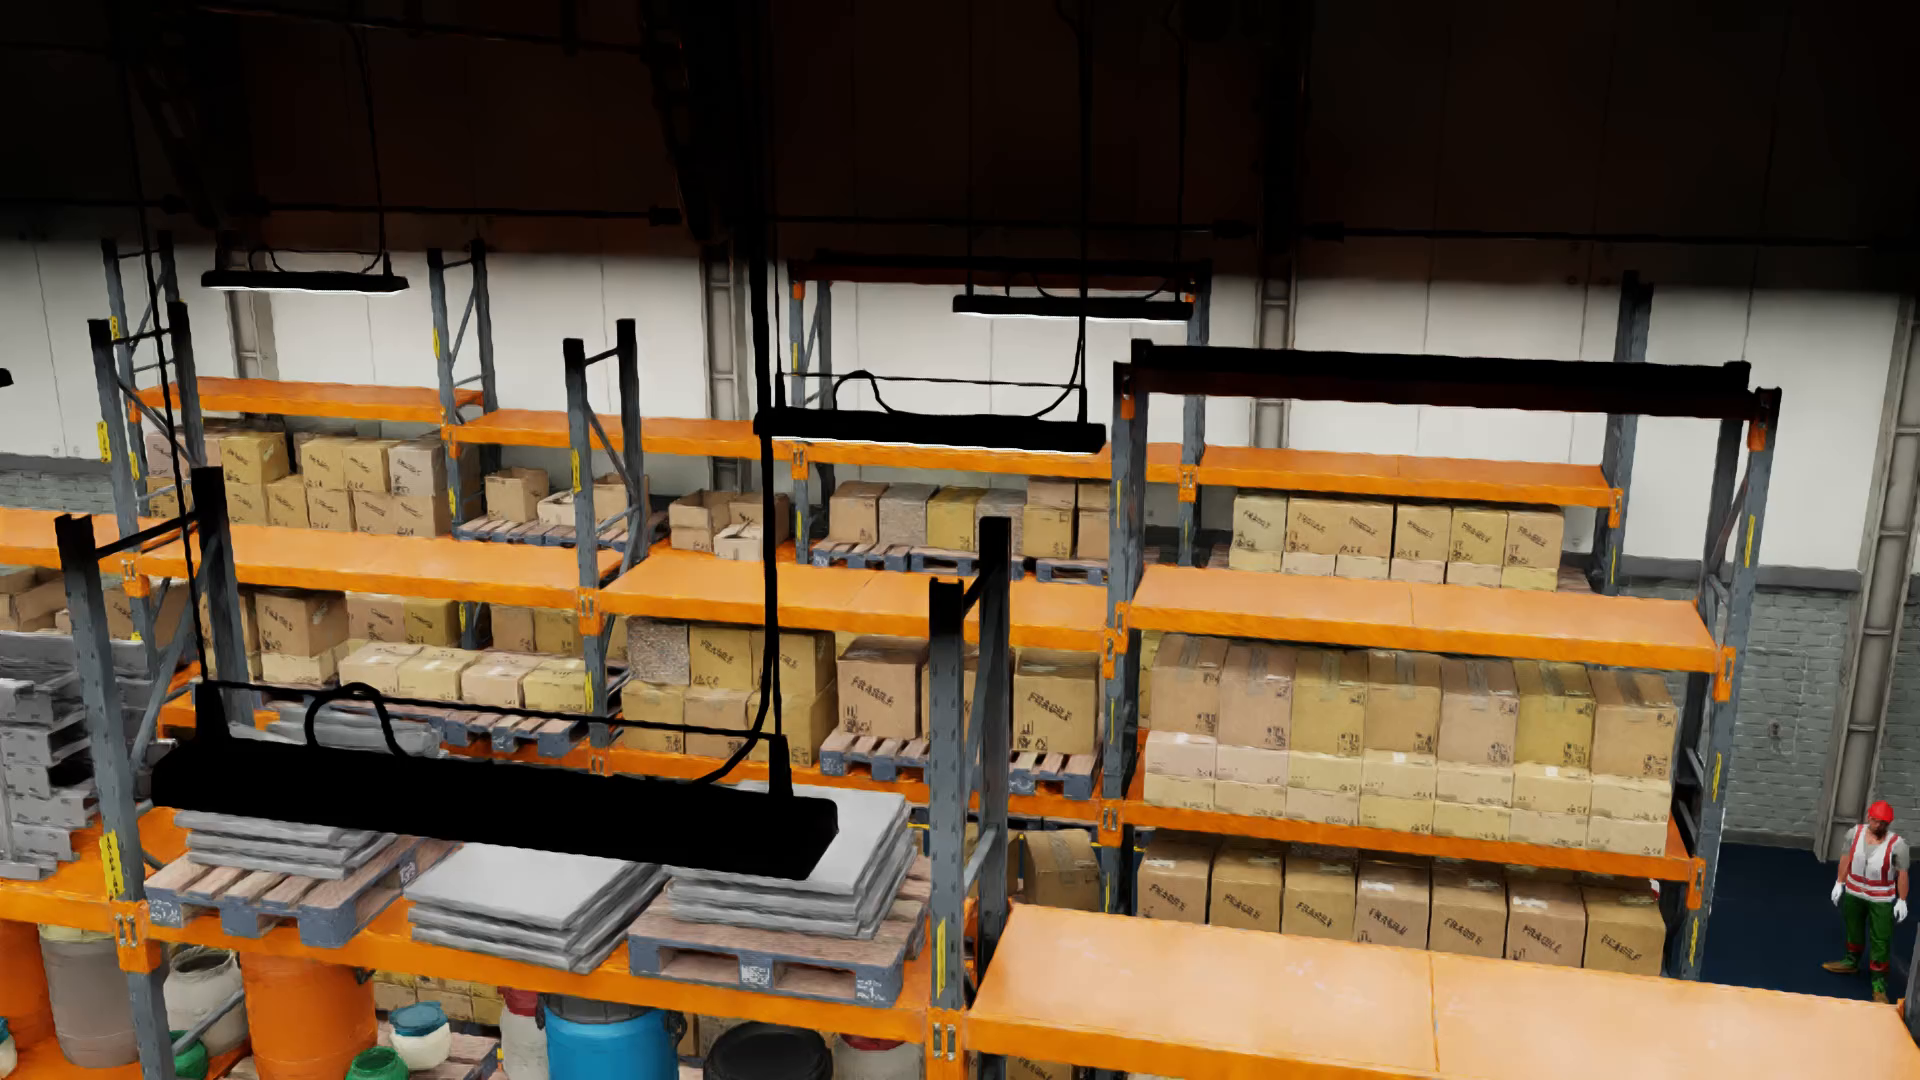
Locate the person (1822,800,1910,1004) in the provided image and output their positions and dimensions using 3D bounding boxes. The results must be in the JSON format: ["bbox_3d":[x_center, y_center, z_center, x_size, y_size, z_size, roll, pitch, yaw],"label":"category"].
[{"bbox_3d":[7.972,3.111,14.513,0.534,1.784,0.711,-12,20,-36],"label":"person"}]
